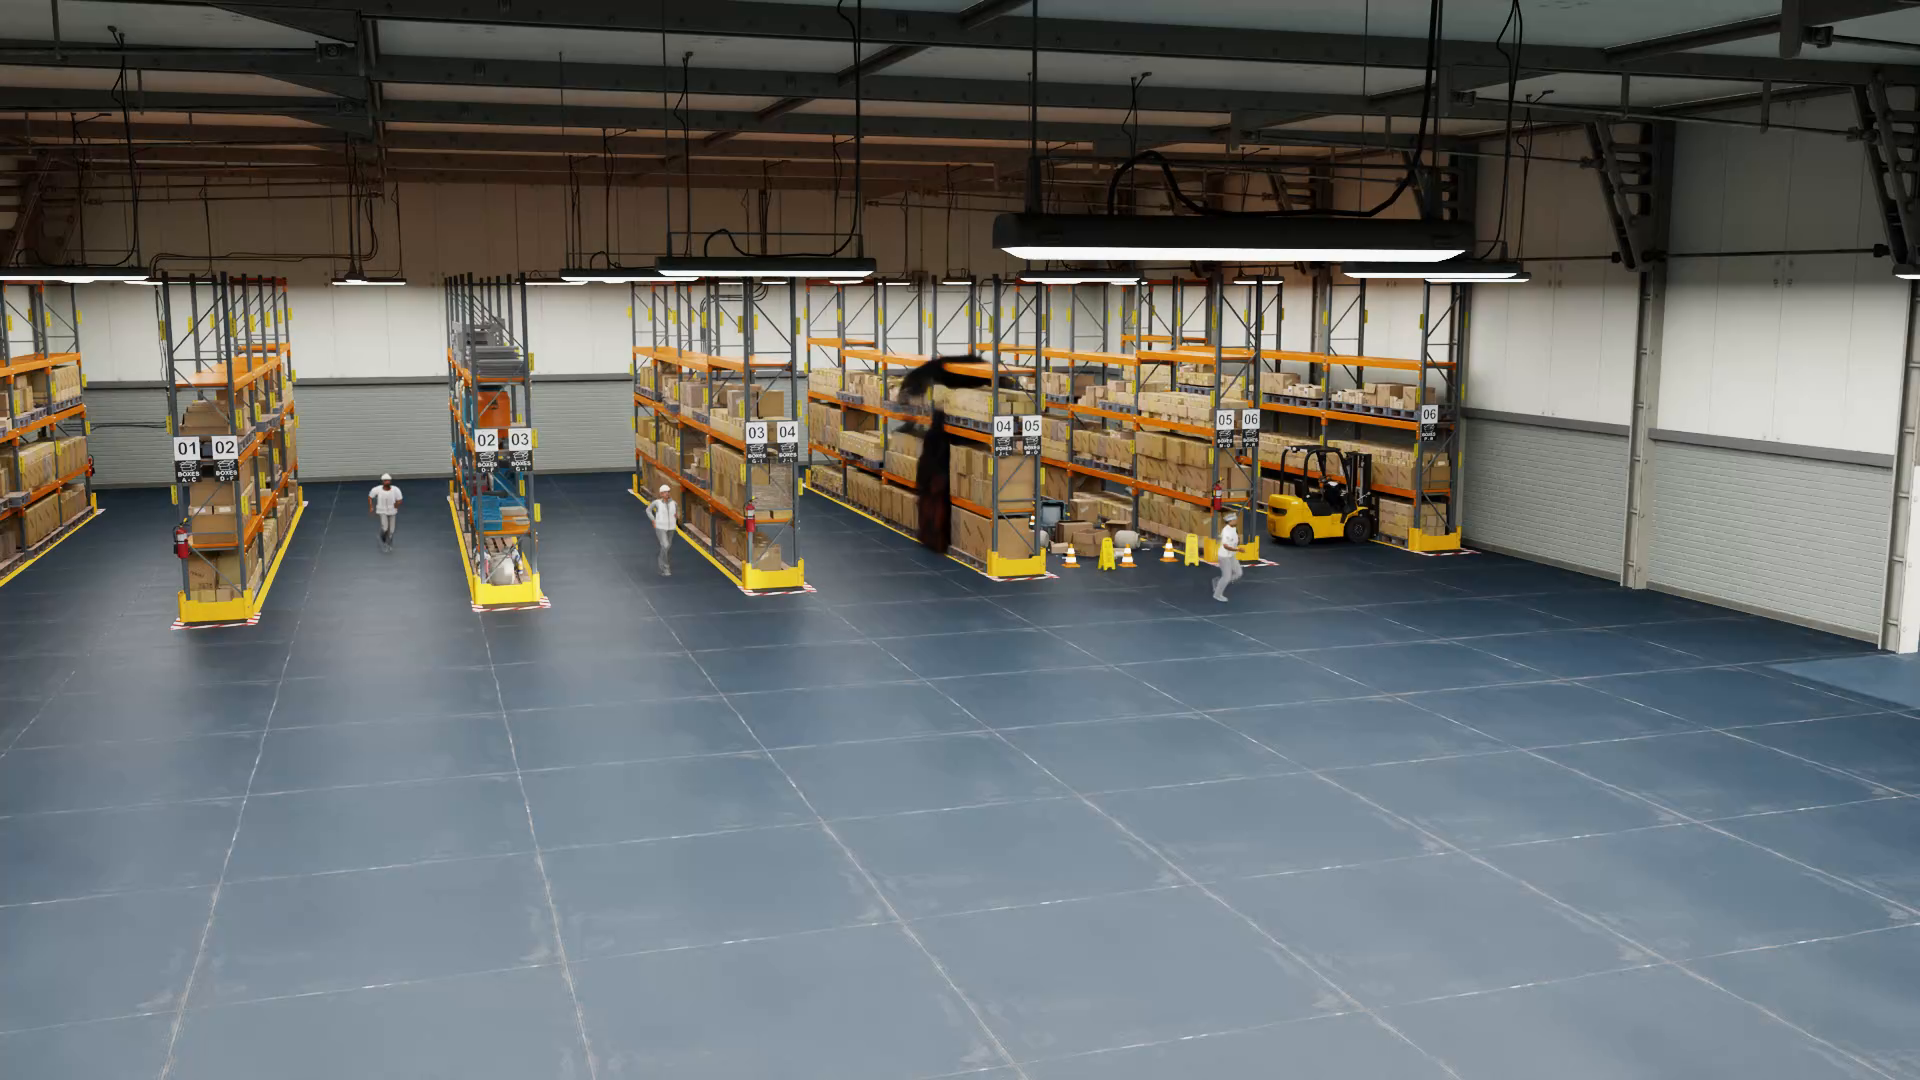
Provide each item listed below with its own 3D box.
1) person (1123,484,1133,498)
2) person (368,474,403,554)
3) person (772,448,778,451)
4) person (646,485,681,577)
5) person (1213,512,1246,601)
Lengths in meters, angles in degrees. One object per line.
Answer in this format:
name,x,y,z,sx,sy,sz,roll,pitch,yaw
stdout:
person,4.494,-1.713,43.648,0.663,1.784,0.886,-3,9,-21
person,-12.397,-0.561,35.979,0.675,1.750,0.770,-5,10,-29
person,-5.132,-2.059,46.401,0.731,1.607,0.949,-2,9,-11
person,-5.945,-0.199,33.565,0.642,1.836,0.799,-6,11,-37
person,4.980,0.305,30.626,0.610,1.663,0.556,5,10,31
